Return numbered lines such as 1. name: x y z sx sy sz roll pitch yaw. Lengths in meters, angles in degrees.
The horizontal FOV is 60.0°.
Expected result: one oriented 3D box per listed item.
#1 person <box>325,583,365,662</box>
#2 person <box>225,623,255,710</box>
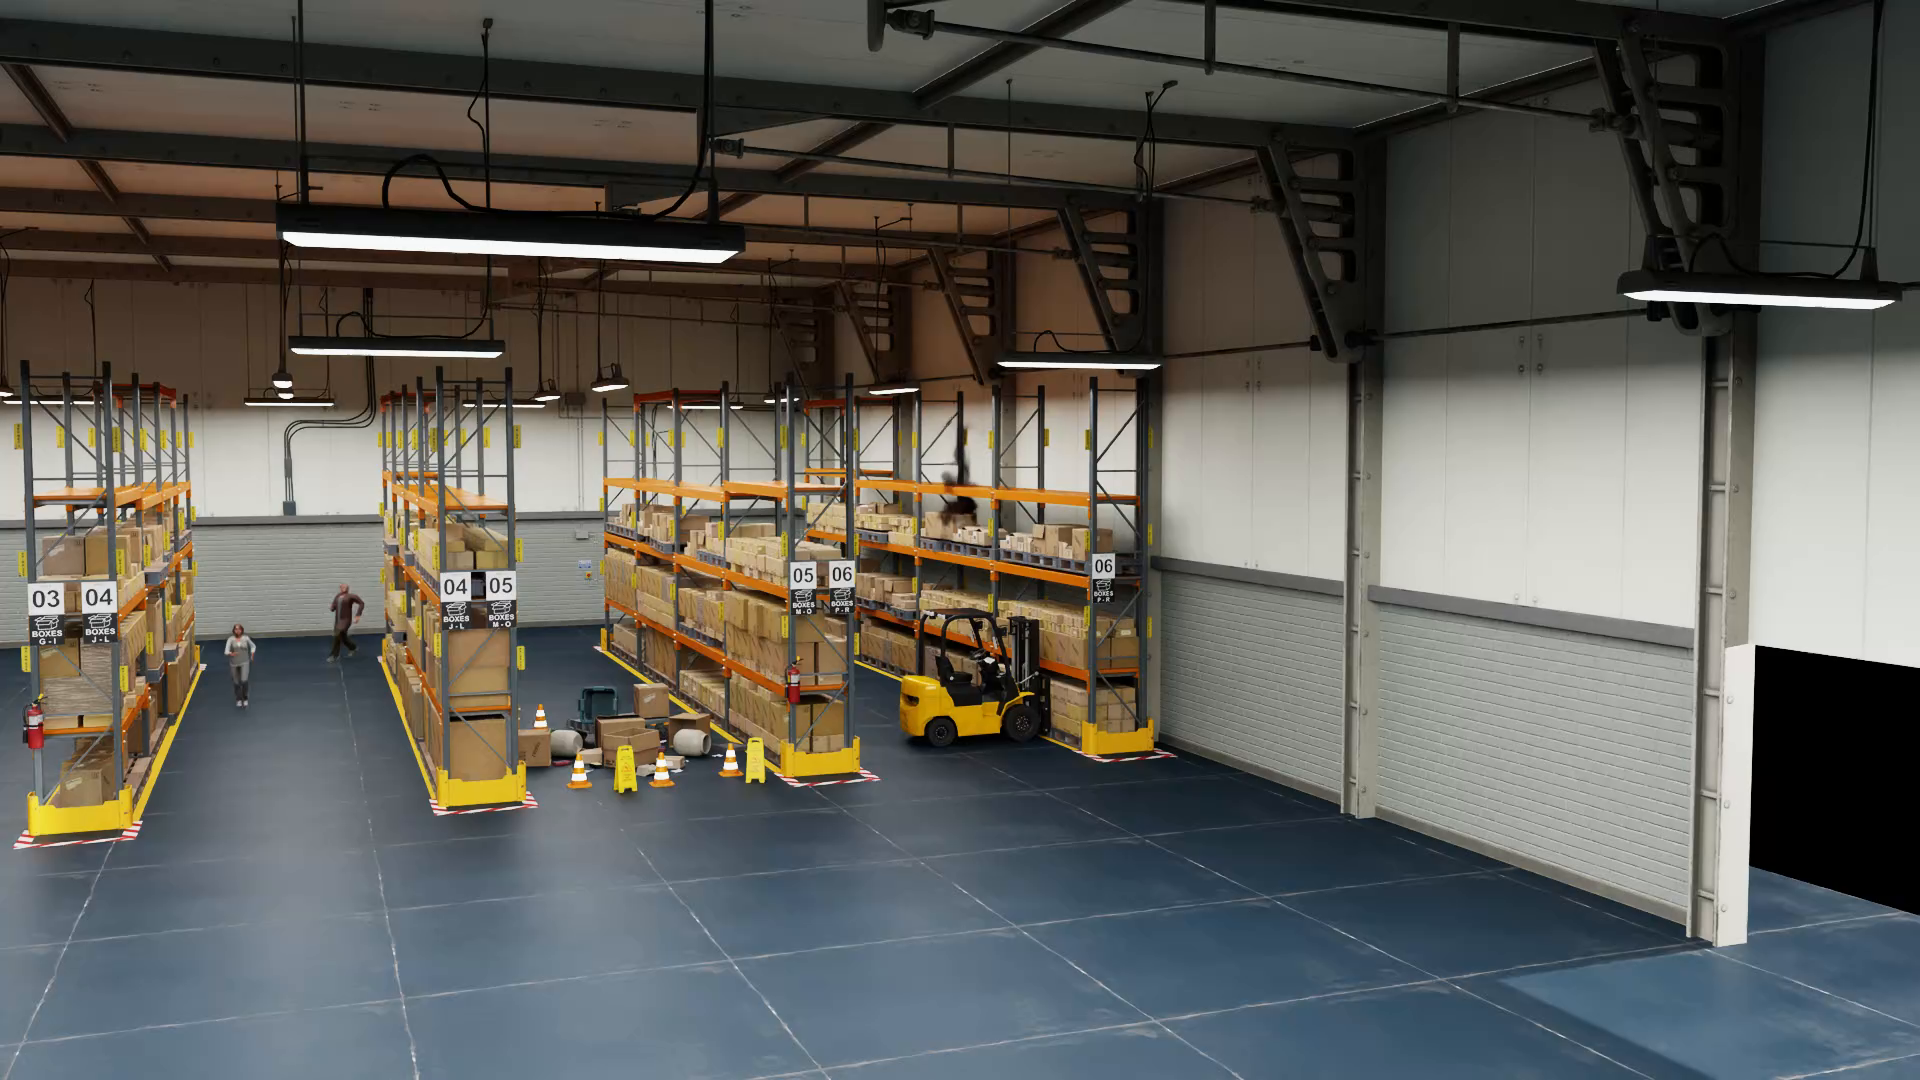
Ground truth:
1. person: -13.966 1.842 37.670 0.749 1.760 1.034 2 4 30
2. person: -13.344 2.348 30.822 0.507 1.604 0.667 -1 4 -18
